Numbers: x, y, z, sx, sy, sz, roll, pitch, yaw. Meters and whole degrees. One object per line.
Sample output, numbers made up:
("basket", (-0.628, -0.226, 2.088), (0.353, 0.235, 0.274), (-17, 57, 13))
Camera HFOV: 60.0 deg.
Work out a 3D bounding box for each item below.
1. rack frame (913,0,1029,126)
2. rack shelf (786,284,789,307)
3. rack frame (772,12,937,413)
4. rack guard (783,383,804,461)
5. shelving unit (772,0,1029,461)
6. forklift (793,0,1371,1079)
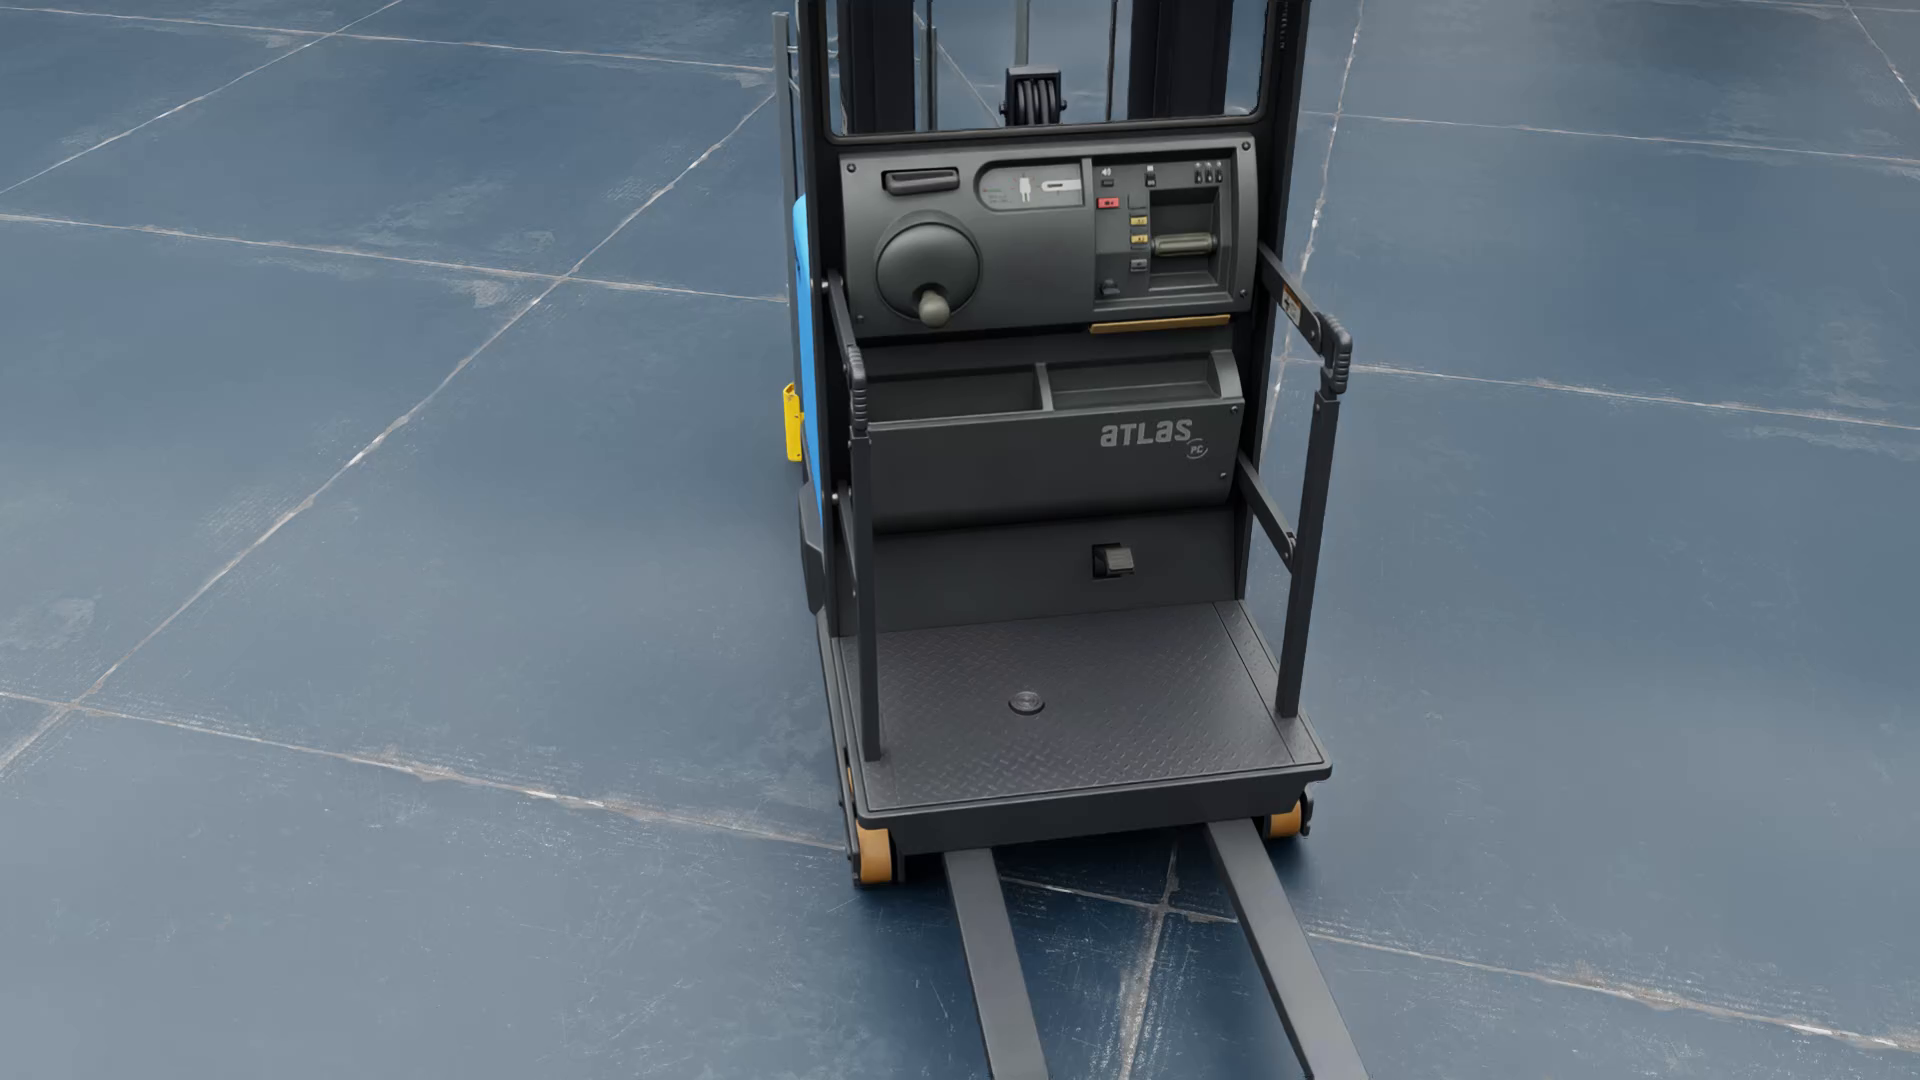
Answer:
("rack frame", (-0.005, -1.399, 6.052), (0.500, 1.500, 0.032), (10, 34, 15))
("rack shelf", (-0.158, -0.987, 5.739), (0.538, 0.185, 1.000), (10, 34, 15))
("rack frame", (-0.310, -0.878, 5.234), (0.500, 1.500, 0.032), (10, 34, 15))
("rack guard", (-0.305, -0.361, 5.585), (0.587, 0.250, 0.087), (10, 34, 15))
("shelving unit", (-0.155, -1.143, 5.650), (0.587, 1.500, 1.083), (10, 34, 15))
("forklift", (0.241, -0.626, 3.502), (1.130, 2.935, 3.031), (-5, 33, -8))
